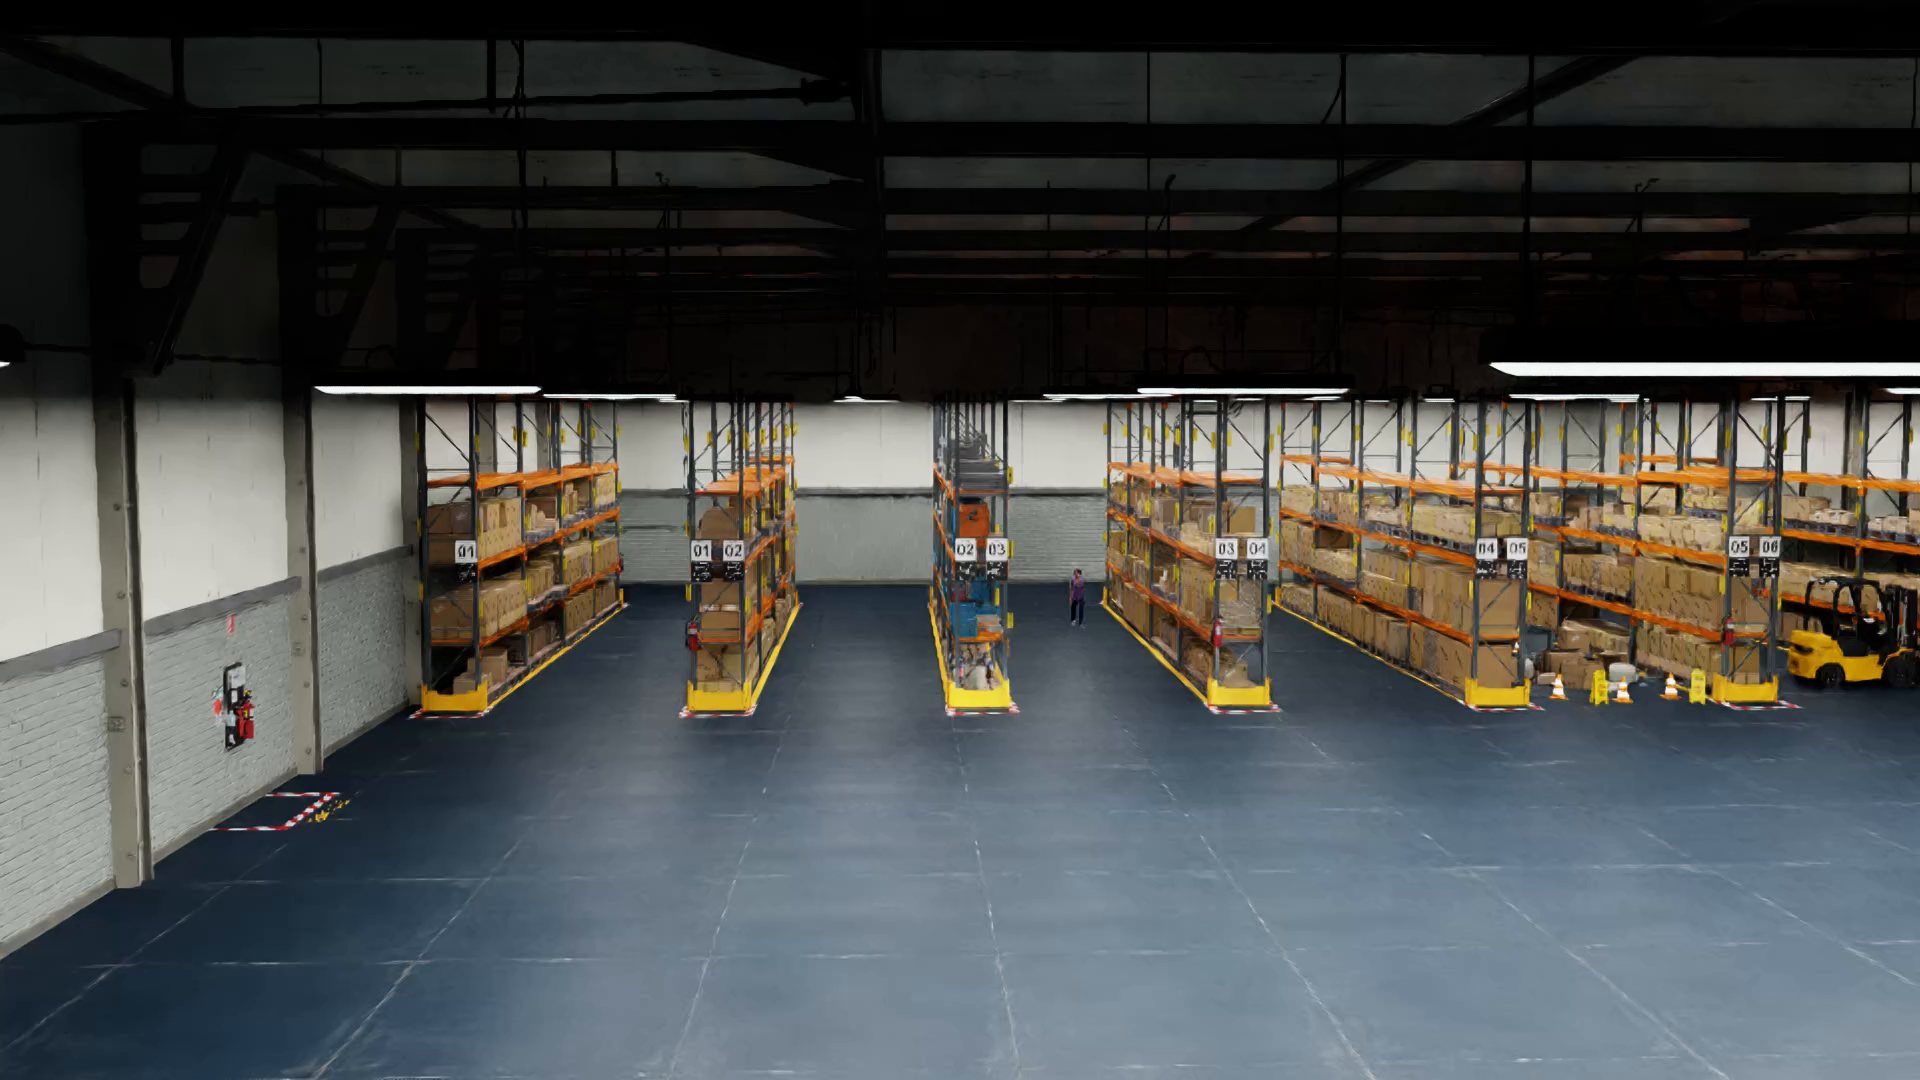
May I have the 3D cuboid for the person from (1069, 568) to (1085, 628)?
[{"bbox_3d":[3.002,1.466,42.747,0.417,1.517,1.037,0,5,0],"label":"person"}]

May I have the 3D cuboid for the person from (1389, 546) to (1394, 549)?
[{"bbox_3d":[12.141,1.057,46.544,0.489,1.784,0.562,1,5,11],"label":"person"}]

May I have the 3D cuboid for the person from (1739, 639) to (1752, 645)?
[{"bbox_3d":[16.758,2.040,35.601,0.569,1.528,0.563,3,5,30],"label":"person"}]

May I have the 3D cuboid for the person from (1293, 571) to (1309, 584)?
[{"bbox_3d":[10.113,0.823,49.424,0.708,1.762,0.586,-3,5,-29],"label":"person"}]
